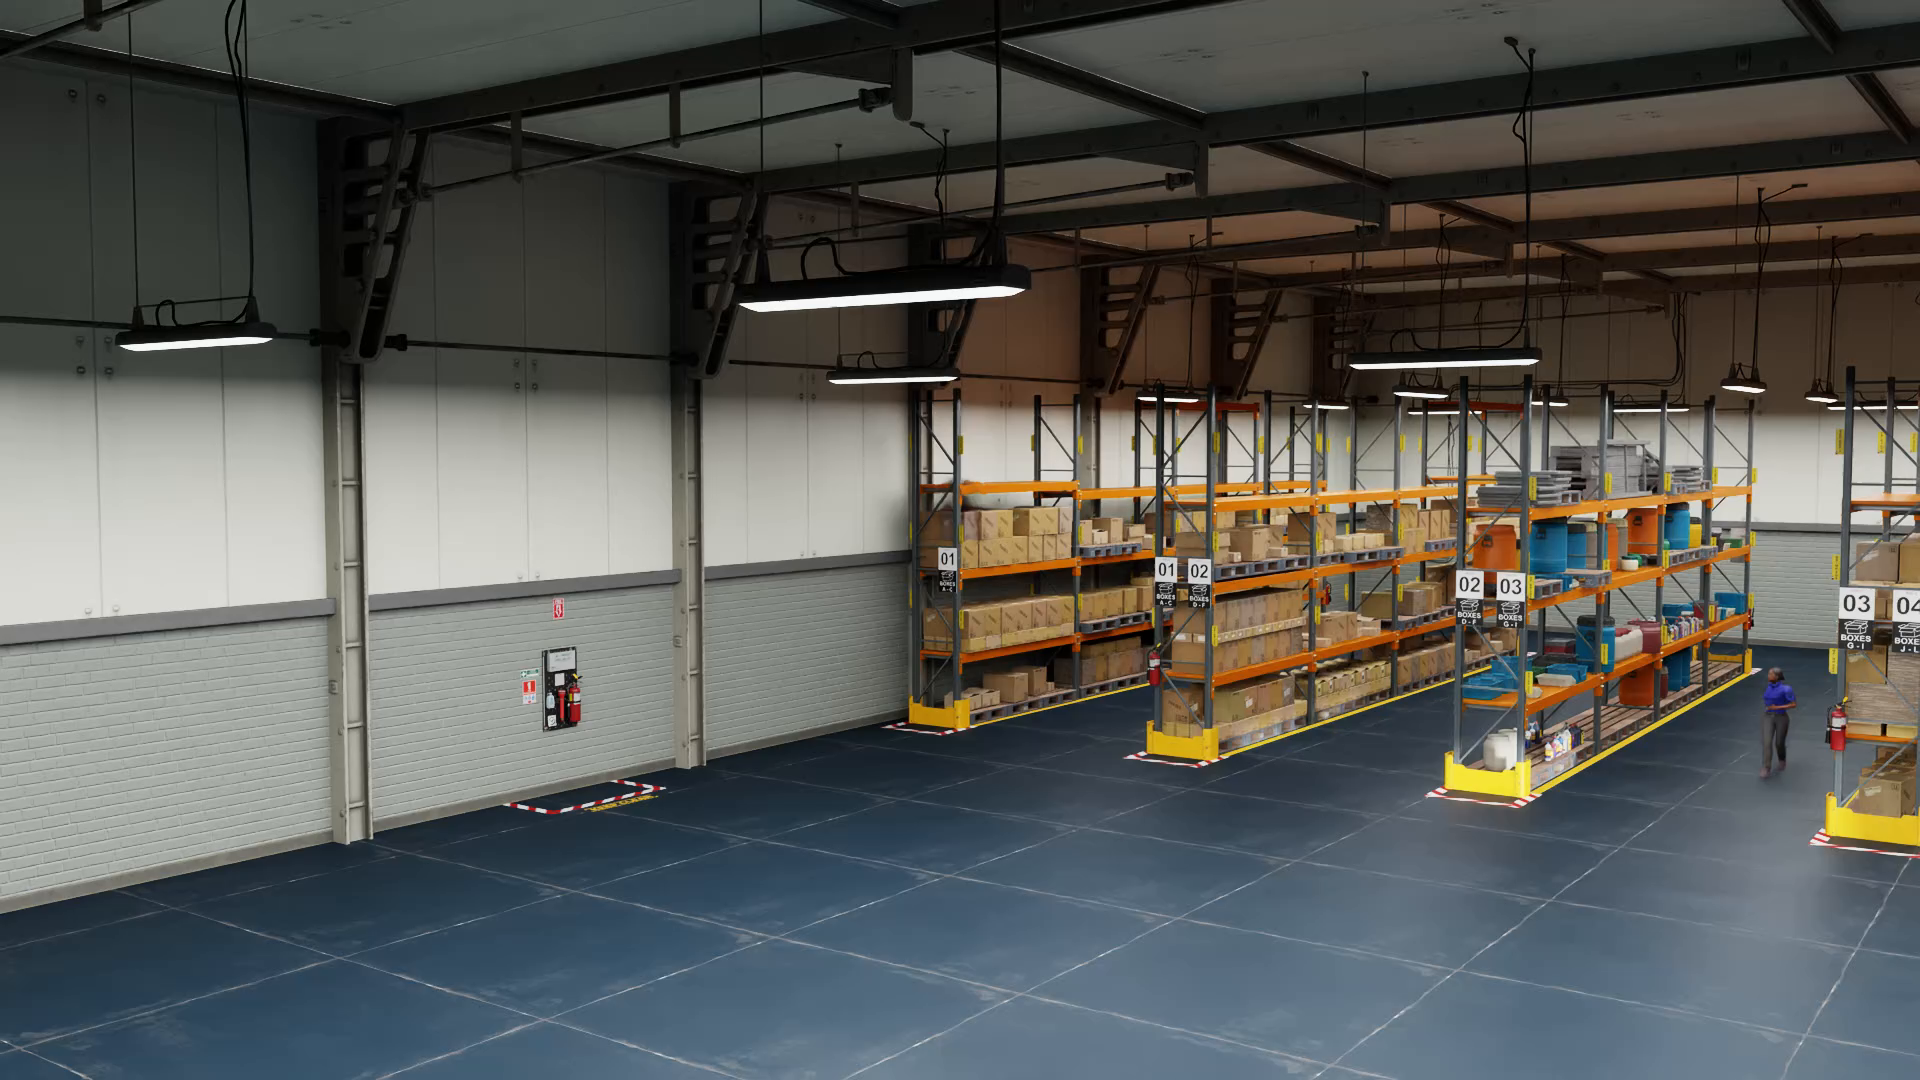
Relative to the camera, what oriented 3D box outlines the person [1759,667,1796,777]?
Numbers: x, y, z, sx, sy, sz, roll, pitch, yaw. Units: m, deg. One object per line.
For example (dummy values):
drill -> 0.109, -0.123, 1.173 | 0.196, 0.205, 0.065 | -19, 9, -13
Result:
person -> 12.343, 2.727, 25.086 | 0.508, 1.609, 1.028 | 2, 4, 35
